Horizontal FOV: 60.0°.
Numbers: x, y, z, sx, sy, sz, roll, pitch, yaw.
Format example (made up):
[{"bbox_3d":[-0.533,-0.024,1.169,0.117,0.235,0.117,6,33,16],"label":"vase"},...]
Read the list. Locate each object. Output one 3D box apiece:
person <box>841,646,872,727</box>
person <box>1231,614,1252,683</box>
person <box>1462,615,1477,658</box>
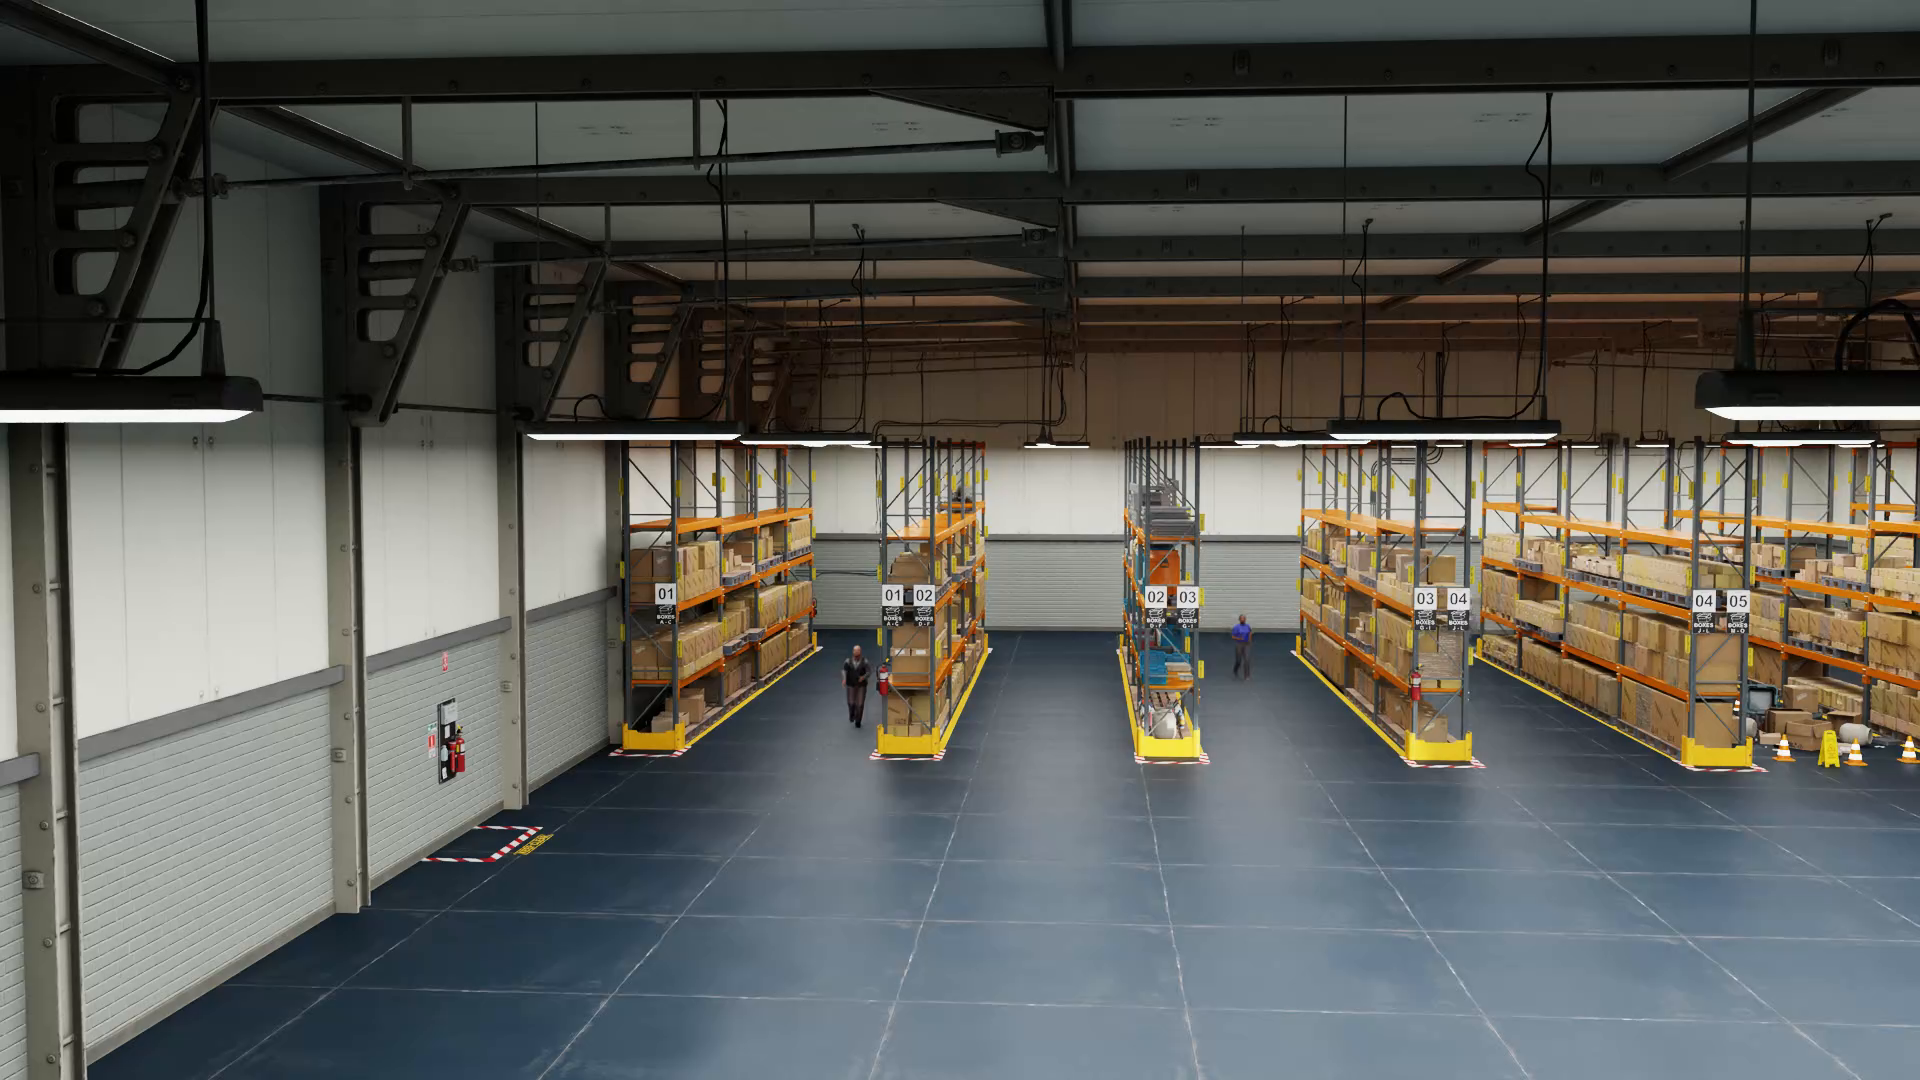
[{"bbox_3d":[-2.151,3.039,34.453,0.650,1.682,0.566,0,3,0],"label":"person"},{"bbox_3d":[7.017,2.670,41.346,0.579,1.657,0.924,0,3,-8],"label":"person"},{"bbox_3d":[13.044,2.550,43.197,0.657,1.789,0.989,0,3,1],"label":"person"}]
